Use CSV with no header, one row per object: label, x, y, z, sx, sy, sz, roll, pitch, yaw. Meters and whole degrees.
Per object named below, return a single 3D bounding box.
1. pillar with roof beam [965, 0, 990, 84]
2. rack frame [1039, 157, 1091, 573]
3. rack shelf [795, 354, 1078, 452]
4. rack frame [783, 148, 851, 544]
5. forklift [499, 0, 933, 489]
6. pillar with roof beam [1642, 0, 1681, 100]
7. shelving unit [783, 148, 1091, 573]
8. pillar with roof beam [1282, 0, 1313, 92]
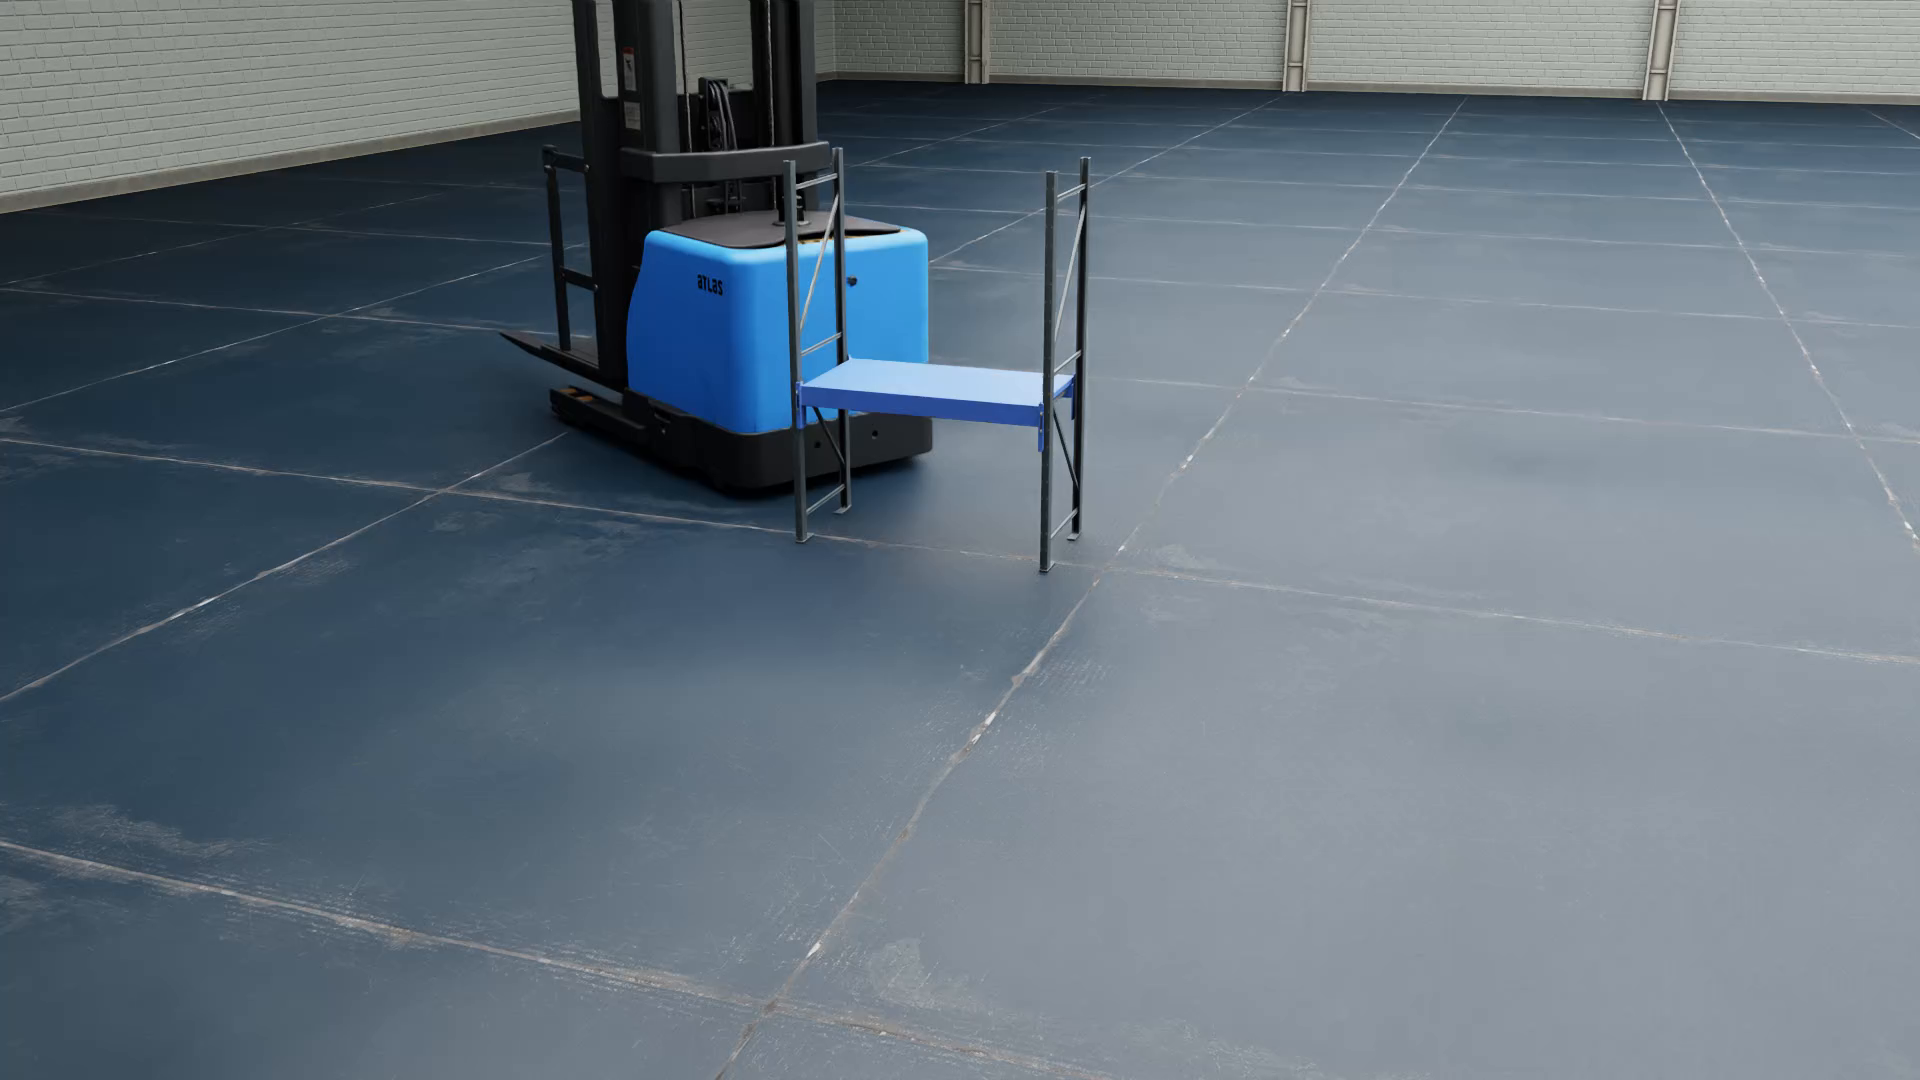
pillar with roof beam,-1.090,-11.603,26.307,0.400,9.000,9.100,7,20,18
rack frame,0.400,-0.663,6.314,0.032,1.500,0.500,7,20,18
rack shelf,-0.081,-0.548,6.531,1.000,0.185,0.538,7,20,18
rack frame,-0.561,-0.772,6.629,0.032,1.500,0.500,7,20,18
forklift,-1.420,-2.023,8.043,1.130,2.935,3.031,-14,24,-35
pillar with roof beam,10.245,-10.307,22.589,0.400,9.000,9.100,7,20,18
shelving unit,-0.081,-0.717,6.472,1.048,1.500,0.538,7,20,18
pillar with roof beam,4.578,-10.955,24.448,0.400,9.000,9.100,7,20,18
